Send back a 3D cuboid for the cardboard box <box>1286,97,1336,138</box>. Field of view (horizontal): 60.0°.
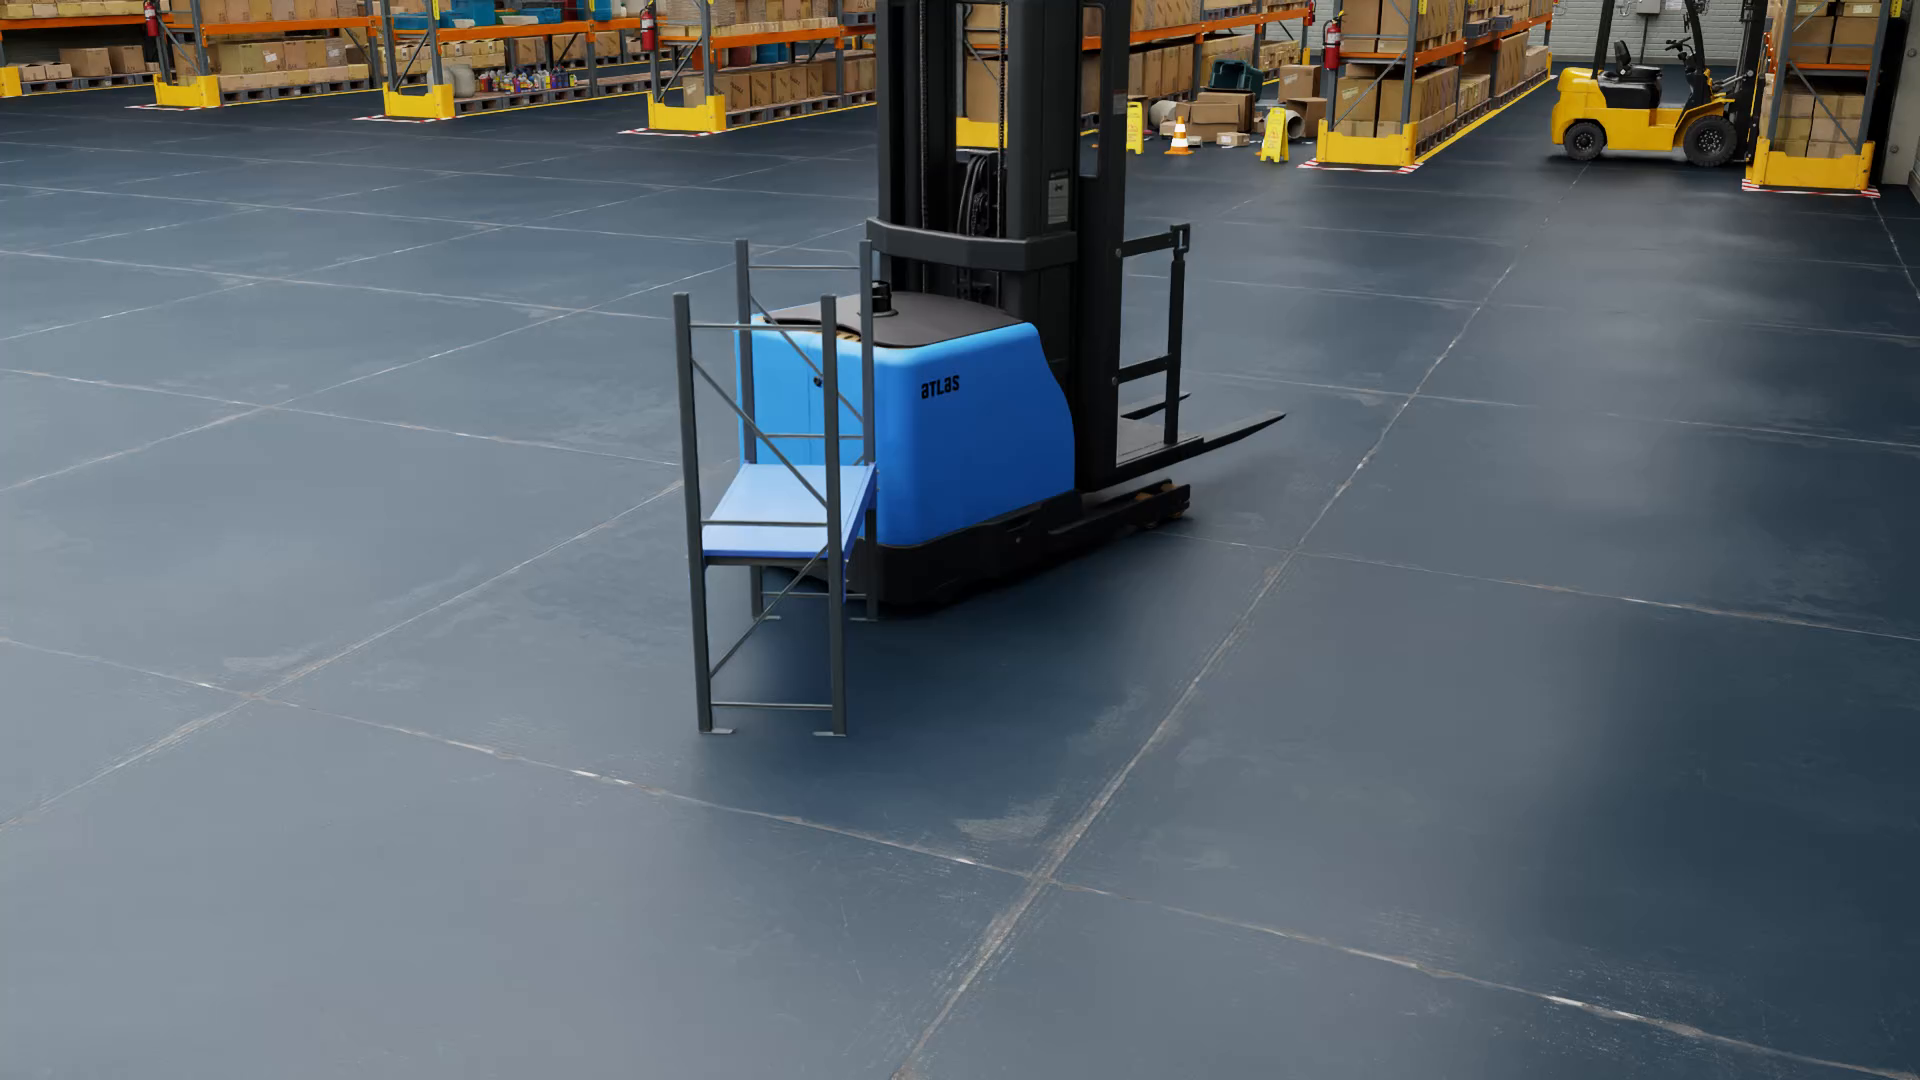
[{"bbox_3d":[4.958,-5.988,23.556,0.500,0.500,0.500,-9,22,-24],"label":"cardboard box"}]

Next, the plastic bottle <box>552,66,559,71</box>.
[{"bbox_3d":[-7.054,-8.087,29.029,0.144,0.351,0.185,9,21,23],"label":"plastic bottle"}]

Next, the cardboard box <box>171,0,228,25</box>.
[{"bbox_3d":[-12.874,-8.991,28.124,0.700,0.500,0.500,9,21,23],"label":"cardboard box"}]

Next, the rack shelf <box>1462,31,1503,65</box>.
[{"bbox_3d":[7.457,-7.578,25.374,1.077,0.370,4.000,9,21,23],"label":"rack shelf"}]

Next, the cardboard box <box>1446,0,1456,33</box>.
[{"bbox_3d":[6.270,-7.005,22.097,0.500,0.500,0.500,9,22,24],"label":"cardboard box"}]

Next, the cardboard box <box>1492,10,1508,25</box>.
[{"bbox_3d":[8.706,-8.573,27.321,0.500,0.250,0.500,8,21,22],"label":"cardboard box"}]

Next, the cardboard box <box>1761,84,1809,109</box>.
[{"bbox_3d":[9.835,-5.272,19.801,0.500,0.250,0.500,9,21,23],"label":"cardboard box"}]

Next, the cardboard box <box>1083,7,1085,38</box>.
[{"bbox_3d":[1.282,-7.414,23.616,0.875,0.550,0.500,9,21,23],"label":"cardboard box"}]

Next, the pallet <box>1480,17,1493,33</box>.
[{"bbox_3d":[7.503,-7.827,25.287,1.003,0.211,1.213,9,21,23],"label":"pallet"}]

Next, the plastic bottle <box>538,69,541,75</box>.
[{"bbox_3d":[-7.452,-8.229,29.547,0.097,0.271,0.097,0,20,0],"label":"plastic bottle"}]

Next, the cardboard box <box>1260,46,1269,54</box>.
[{"bbox_3d":[5.998,-9.854,33.441,0.380,0.149,0.250,8,21,21],"label":"cardboard box"}]

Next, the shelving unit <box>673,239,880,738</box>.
[{"bbox_3d":[-0.603,-0.220,5.848,0.538,1.500,1.048,1,20,3],"label":"shelving unit"}]

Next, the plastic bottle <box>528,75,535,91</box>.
[{"bbox_3d":[-7.269,-7.753,28.207,0.097,0.271,0.097,0,20,0],"label":"plastic bottle"}]

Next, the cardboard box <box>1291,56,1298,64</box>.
[{"bbox_3d":[6.956,-10.195,35.286,0.380,0.149,0.250,9,22,24],"label":"cardboard box"}]

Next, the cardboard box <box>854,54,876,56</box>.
[{"bbox_3d":[-1.463,-8.364,29.586,0.700,0.500,0.500,11,22,27],"label":"cardboard box"}]

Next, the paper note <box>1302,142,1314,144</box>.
[{"bbox_3d":[4.747,-5.423,22.673,0.142,0.019,0.148,1,20,4],"label":"paper note"}]

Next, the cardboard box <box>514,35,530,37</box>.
[{"bbox_3d":[-9.613,-10.967,35.785,0.500,0.250,0.500,9,22,25],"label":"cardboard box"}]

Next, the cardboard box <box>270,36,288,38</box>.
[{"bbox_3d":[-14.886,-10.588,35.837,0.700,0.500,0.500,9,21,23],"label":"cardboard box"}]

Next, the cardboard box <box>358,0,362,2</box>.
[{"bbox_3d":[-13.688,-12.126,37.434,0.380,0.149,0.250,8,21,22],"label":"cardboard box"}]

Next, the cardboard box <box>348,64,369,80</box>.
[{"bbox_3d":[-11.430,-8.756,31.090,0.500,0.250,0.500,9,21,23],"label":"cardboard box"}]

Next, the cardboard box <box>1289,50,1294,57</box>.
[{"bbox_3d":[6.828,-10.257,35.018,0.380,0.149,0.250,8,21,20],"label":"cardboard box"}]

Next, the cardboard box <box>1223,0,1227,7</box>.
[{"bbox_3d":[4.627,-9.771,30.214,0.380,0.149,0.250,9,21,23],"label":"cardboard box"}]

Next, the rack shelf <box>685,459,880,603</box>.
[{"bbox_3d":[-0.603,-0.050,5.909,0.538,0.185,1.000,1,20,3],"label":"rack shelf"}]

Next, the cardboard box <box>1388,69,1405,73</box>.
[{"bbox_3d":[5.728,-6.094,22.486,0.500,0.500,0.500,10,22,26],"label":"cardboard box"}]

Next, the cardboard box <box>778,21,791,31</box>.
[{"bbox_3d":[-2.851,-7.984,25.818,0.380,0.149,0.250,9,21,23],"label":"cardboard box"}]

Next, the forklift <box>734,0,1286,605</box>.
[{"bbox_3d":[0.426,-1.534,7.409,1.130,2.935,3.031,17,26,40],"label":"forklift"}]

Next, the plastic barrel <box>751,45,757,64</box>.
[{"bbox_3d":[-4.487,-10.275,34.971,0.421,0.512,0.421,0,20,0],"label":"plastic barrel"}]

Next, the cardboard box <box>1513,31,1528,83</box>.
[{"bbox_3d":[9.733,-8.747,30.132,0.875,0.875,0.875,9,22,24],"label":"cardboard box"}]

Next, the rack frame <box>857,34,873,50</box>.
[{"bbox_3d":[-2.008,-13.013,39.583,1.000,3.000,0.127,9,21,23],"label":"rack frame"}]

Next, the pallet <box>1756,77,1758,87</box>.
[{"bbox_3d":[15.725,-8.713,31.653,1.003,0.211,1.213,9,21,23],"label":"pallet"}]

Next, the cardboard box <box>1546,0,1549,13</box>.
[{"bbox_3d":[11.377,-10.686,32.890,0.500,0.500,0.500,8,21,22],"label":"cardboard box"}]

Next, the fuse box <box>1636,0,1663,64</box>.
[{"bbox_3d":[15.696,-11.761,37.985,0.539,1.711,0.414,9,21,23],"label":"fuse box"}]

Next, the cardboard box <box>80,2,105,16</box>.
[{"bbox_3d":[-16.486,-9.996,31.292,0.500,0.250,0.500,9,21,23],"label":"cardboard box"}]

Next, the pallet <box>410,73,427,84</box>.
[{"bbox_3d":[-10.675,-9.317,33.351,1.003,0.211,1.213,9,21,23],"label":"pallet"}]

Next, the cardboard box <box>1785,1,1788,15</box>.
[{"bbox_3d":[9.494,-5.982,18.696,0.380,0.149,0.250,9,21,24],"label":"cardboard box"}]

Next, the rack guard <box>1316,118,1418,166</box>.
[{"bbox_3d":[5.031,-4.928,20.580,1.175,0.500,0.348,9,21,23],"label":"rack guard"}]

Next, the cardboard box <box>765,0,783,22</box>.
[{"bbox_3d":[-3.236,-8.261,25.629,0.875,0.500,0.500,9,21,23],"label":"cardboard box"}]

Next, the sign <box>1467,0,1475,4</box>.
[{"bbox_3d":[7.136,-7.641,23.186,0.100,0.325,0.005,9,21,23],"label":"sign"}]

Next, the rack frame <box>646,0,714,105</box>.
[{"bbox_3d":[-4.041,-7.442,23.919,1.000,3.000,0.127,9,21,23],"label":"rack frame"}]

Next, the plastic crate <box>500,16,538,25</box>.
[{"bbox_3d":[-7.356,-8.689,27.819,0.530,0.136,0.437,9,21,23],"label":"plastic crate"}]

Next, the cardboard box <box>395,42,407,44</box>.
[{"bbox_3d":[-11.121,-9.667,32.816,0.500,0.311,0.500,8,21,23],"label":"cardboard box"}]

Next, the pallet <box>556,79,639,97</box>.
[{"bbox_3d":[-6.635,-8.276,30.426,1.003,0.211,1.213,9,21,23],"label":"pallet"}]

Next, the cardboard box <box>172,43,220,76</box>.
[{"bbox_3d":[-13.129,-8.263,28.585,0.500,0.500,0.500,9,21,23],"label":"cardboard box"}]

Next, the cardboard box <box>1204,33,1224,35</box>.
[{"bbox_3d":[4.813,-9.583,31.923,0.500,0.250,0.500,8,21,20],"label":"cardboard box"}]

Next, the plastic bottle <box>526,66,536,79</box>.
[{"bbox_3d":[-7.499,-8.094,29.049,0.144,0.351,0.185,9,21,23],"label":"plastic bottle"}]

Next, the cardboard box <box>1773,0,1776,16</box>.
[{"bbox_3d":[12.379,-7.914,24.724,0.500,0.250,0.500,9,21,23],"label":"cardboard box"}]

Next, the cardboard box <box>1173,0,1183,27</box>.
[{"bbox_3d":[3.369,-8.744,27.430,0.500,0.500,0.500,8,21,22],"label":"cardboard box"}]

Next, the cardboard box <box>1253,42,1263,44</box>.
[{"bbox_3d":[6.099,-10.313,34.730,0.380,0.149,0.250,9,22,25],"label":"cardboard box"}]

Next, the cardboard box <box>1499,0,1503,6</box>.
[{"bbox_3d":[8.343,-8.736,26.337,0.500,0.500,0.500,8,21,21],"label":"cardboard box"}]

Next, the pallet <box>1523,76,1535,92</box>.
[{"bbox_3d":[10.297,-8.659,31.501,1.003,0.211,1.213,9,21,23],"label":"pallet"}]

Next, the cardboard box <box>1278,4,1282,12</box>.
[{"bbox_3d":[6.266,-10.732,33.544,0.380,0.149,0.250,10,22,25],"label":"cardboard box"}]

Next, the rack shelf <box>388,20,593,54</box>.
[{"bbox_3d":[-7.741,-8.394,27.670,1.077,0.370,4.000,9,21,23],"label":"rack shelf"}]

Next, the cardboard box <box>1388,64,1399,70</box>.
[{"bbox_3d":[5.728,-6.453,22.528,0.380,0.149,0.250,10,22,26],"label":"cardboard box"}]
